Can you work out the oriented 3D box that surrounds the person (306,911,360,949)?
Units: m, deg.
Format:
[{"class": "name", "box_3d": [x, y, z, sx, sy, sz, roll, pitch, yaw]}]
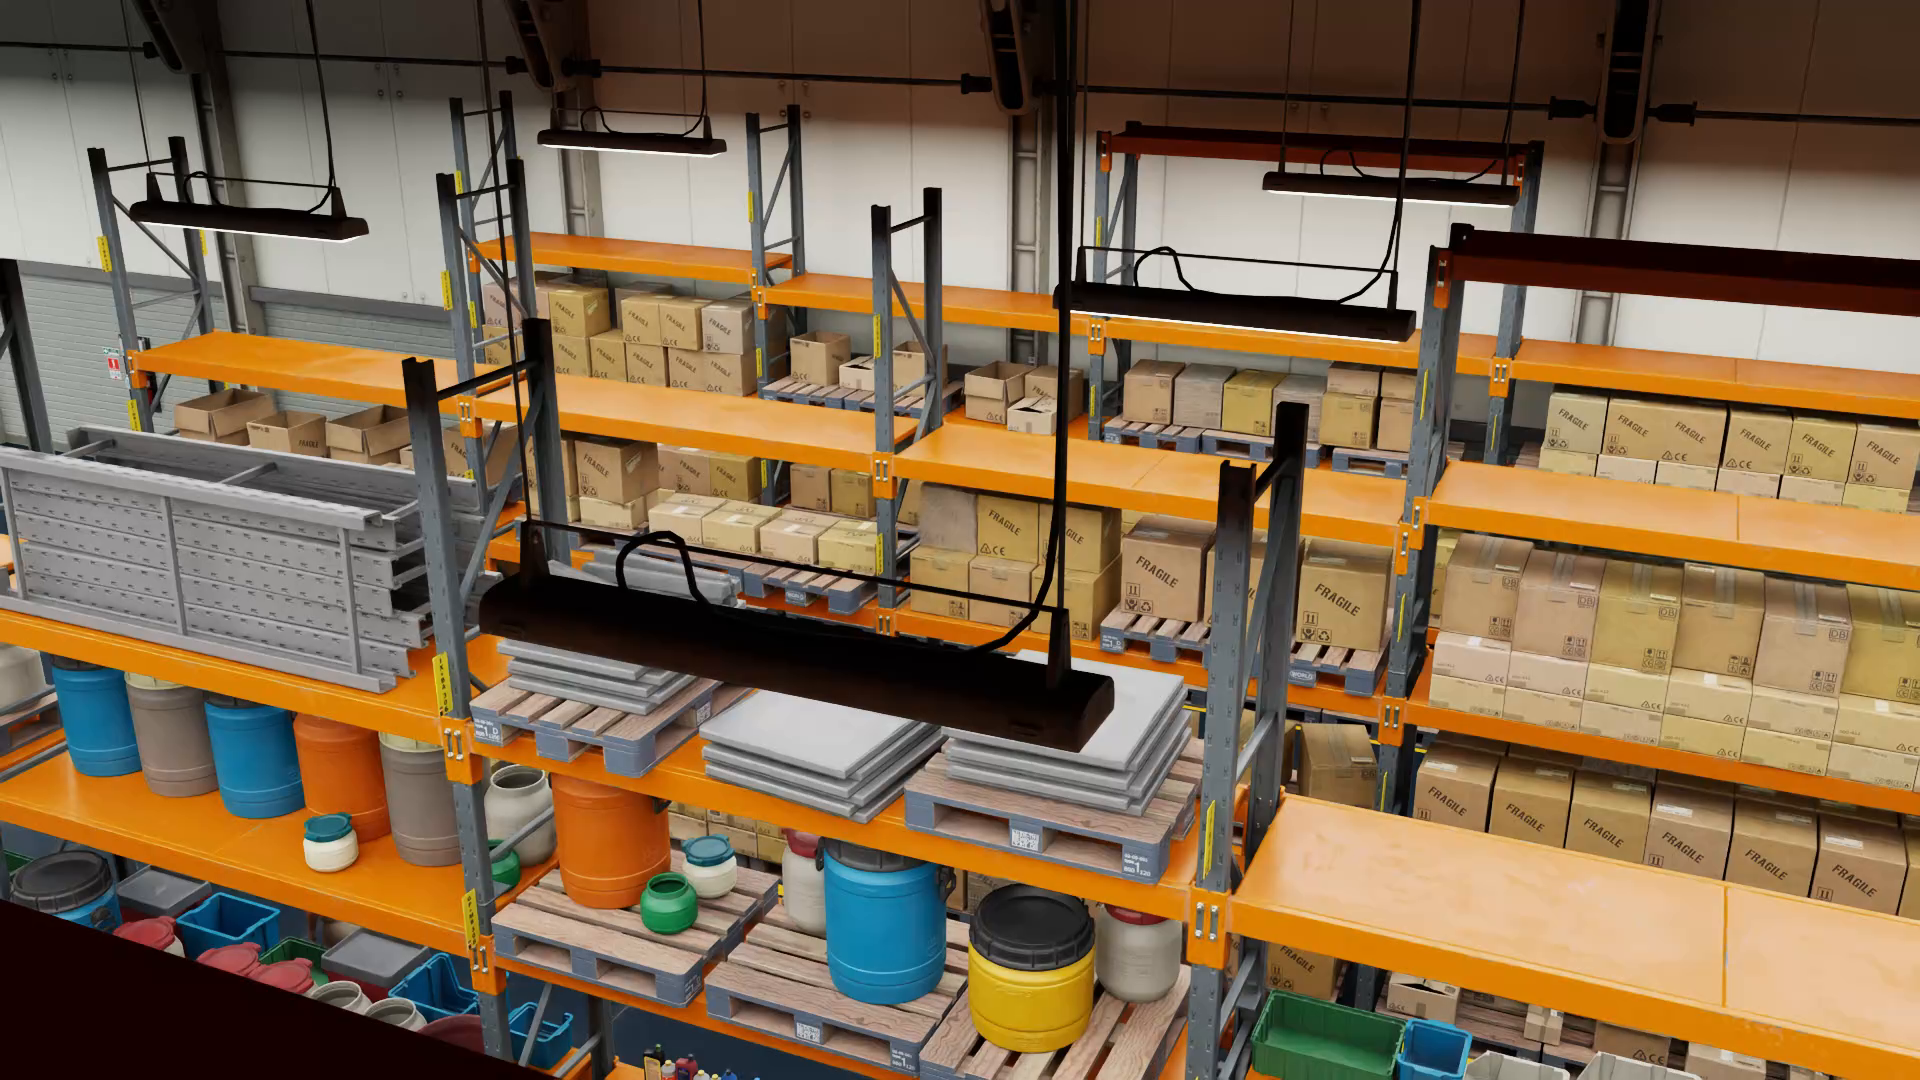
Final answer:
[{"class": "person", "box_3d": [-4.528, 2.937, 12.468, 0.625, 1.706, 0.600, 17, 27, 38]}]

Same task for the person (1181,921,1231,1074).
[{"class": "person", "box_3d": [1.642, 3.093, 11.915, 1.128, 1.712, 0.639, 7, 22, 18]}]
